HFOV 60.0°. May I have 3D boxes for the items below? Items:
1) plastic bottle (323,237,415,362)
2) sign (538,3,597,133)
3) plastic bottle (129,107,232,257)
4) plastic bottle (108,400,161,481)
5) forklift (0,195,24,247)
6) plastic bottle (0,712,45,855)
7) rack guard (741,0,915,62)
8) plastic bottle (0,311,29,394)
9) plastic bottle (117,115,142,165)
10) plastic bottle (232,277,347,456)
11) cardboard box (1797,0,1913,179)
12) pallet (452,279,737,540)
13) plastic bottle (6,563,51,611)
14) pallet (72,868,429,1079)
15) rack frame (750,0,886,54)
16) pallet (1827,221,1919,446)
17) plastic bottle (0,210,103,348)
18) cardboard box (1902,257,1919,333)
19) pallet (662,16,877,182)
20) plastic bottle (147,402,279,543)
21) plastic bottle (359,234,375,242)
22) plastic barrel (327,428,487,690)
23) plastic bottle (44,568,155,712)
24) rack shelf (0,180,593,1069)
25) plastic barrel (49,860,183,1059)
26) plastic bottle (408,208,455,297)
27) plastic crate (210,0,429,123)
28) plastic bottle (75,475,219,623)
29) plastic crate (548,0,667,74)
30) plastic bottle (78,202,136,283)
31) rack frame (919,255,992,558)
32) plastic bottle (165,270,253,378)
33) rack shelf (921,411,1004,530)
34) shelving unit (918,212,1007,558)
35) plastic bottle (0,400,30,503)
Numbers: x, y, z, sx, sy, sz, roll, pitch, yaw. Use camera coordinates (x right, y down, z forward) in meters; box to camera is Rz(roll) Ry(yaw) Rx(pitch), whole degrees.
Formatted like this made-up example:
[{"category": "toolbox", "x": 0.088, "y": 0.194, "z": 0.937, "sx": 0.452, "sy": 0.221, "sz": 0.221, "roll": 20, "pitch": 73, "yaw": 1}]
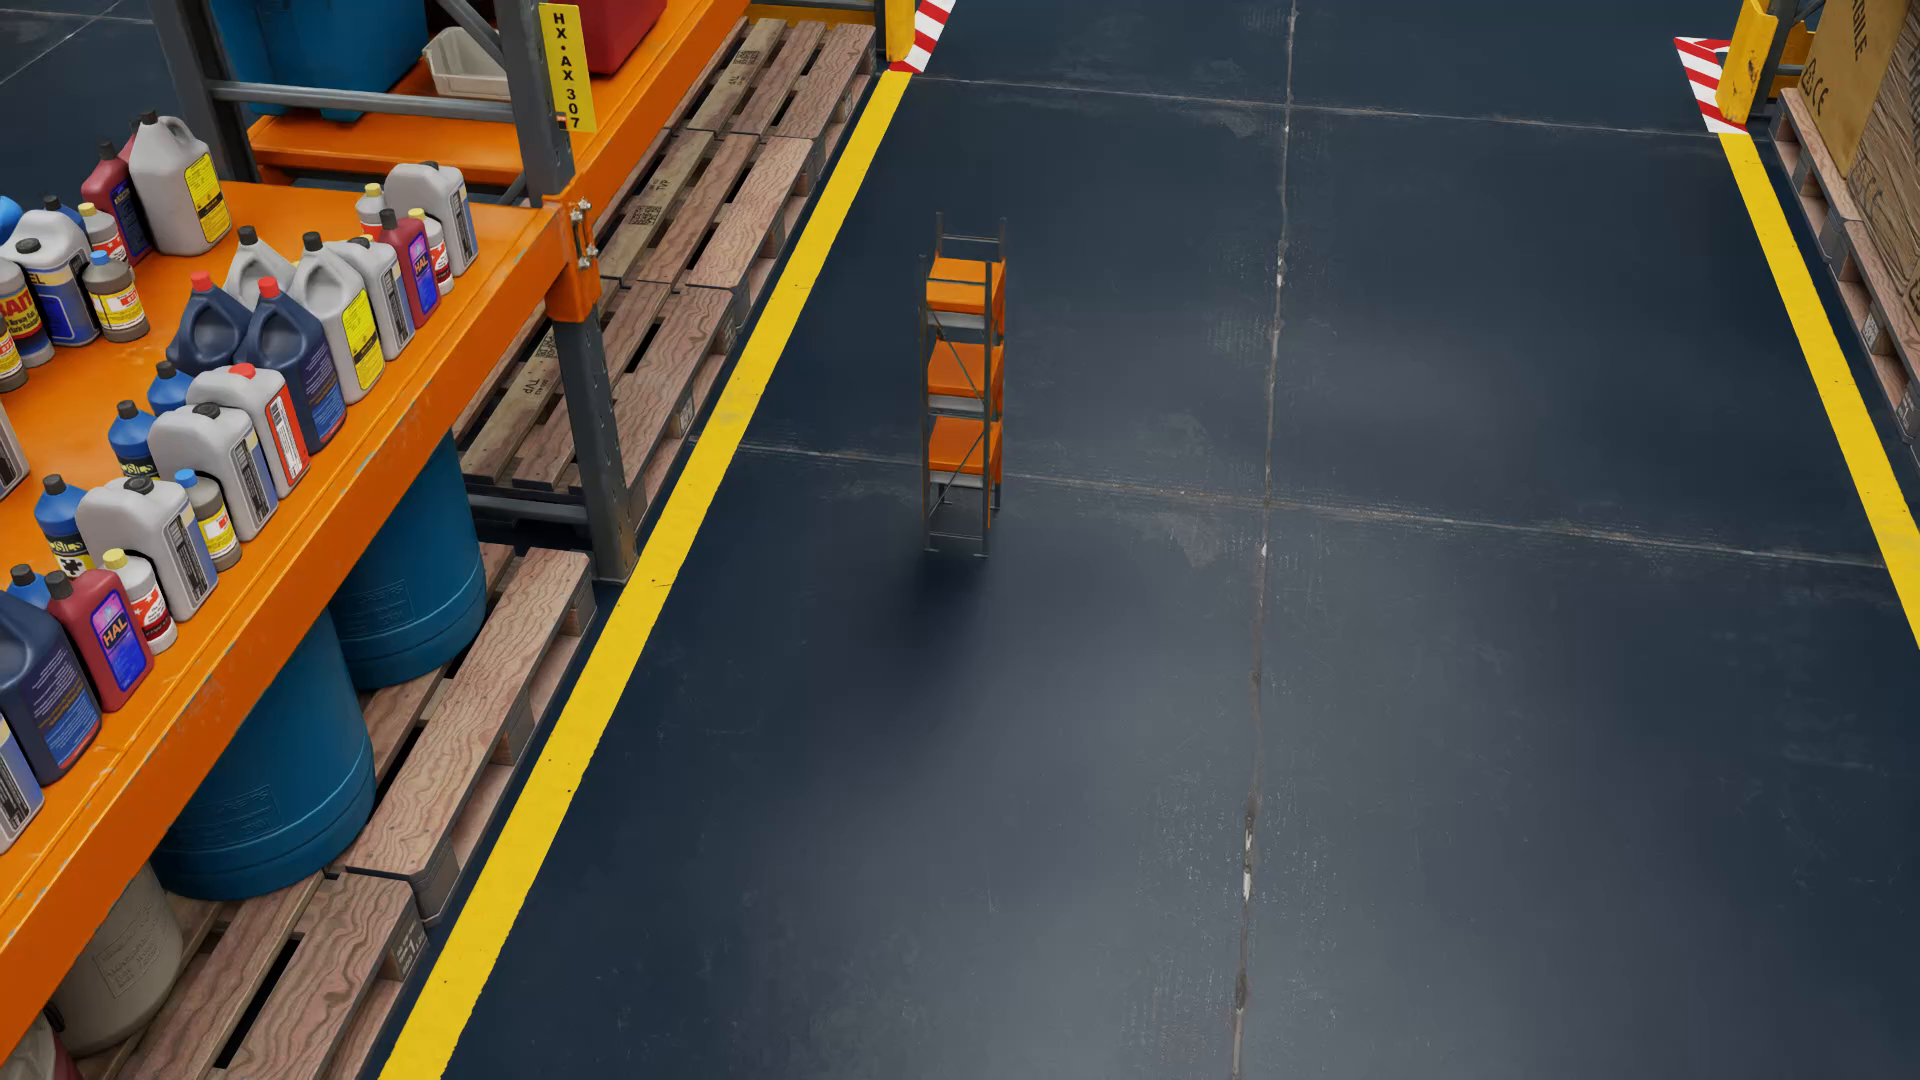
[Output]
[{"category": "plastic bottle", "x": -1.314, "y": -0.548, "z": 3.656, "sx": 0.152, "sy": 0.276, "sz": 0.135, "roll": 6, "pitch": 40, "yaw": 8}, {"category": "sign", "x": -0.960, "y": -1.153, "z": 4.073, "sx": 0.100, "sy": 0.325, "sz": 0.005, "roll": 6, "pitch": 40, "yaw": 8}, {"category": "plastic bottle", "x": -1.888, "y": -0.879, "z": 3.997, "sx": 0.144, "sy": 0.351, "sz": 0.185, "roll": 6, "pitch": 40, "yaw": 8}, {"category": "plastic bottle", "x": -1.551, "y": -0.148, "z": 3.175, "sx": 0.097, "sy": 0.271, "sz": 0.097, "roll": 0, "pitch": 40, "yaw": 0}, {"category": "forklift", "x": -3.750, "y": -0.555, "z": 3.621, "sx": 1.130, "sy": 2.935, "sz": 3.031, "roll": 17, "pitch": 42, "yaw": 19}, {"category": "plastic bottle", "x": -1.560, "y": 0.344, "z": 2.578, "sx": 0.152, "sy": 0.276, "sz": 0.135, "roll": 6, "pitch": 40, "yaw": 8}, {"category": "rack guard", "x": -0.818, "y": -2.672, "z": 8.089, "sx": 1.175, "sy": 0.500, "sz": 0.348, "roll": 6, "pitch": 40, "yaw": 8}, {"category": "plastic bottle", "x": -2.084, "y": -0.423, "z": 3.563, "sx": 0.097, "sy": 0.201, "sz": 0.097, "roll": 0, "pitch": 40, "yaw": 0}, {"category": "plastic bottle", "x": -1.985, "y": -0.880, "z": 4.052, "sx": 0.061, "sy": 0.283, "sz": 0.133, "roll": 6, "pitch": 40, "yaw": 8}, {"category": "plastic bottle", "x": -1.370, "y": -0.360, "z": 3.370, "sx": 0.144, "sy": 0.351, "sz": 0.185, "roll": 6, "pitch": 40, "yaw": 8}, {"category": "cardboard box", "x": 4.037, "y": -2.005, "z": 6.659, "sx": 0.875, "sy": 0.875, "sz": 0.875, "roll": 6, "pitch": 40, "yaw": 8}, {"category": "pallet", "x": -1.412, "y": -0.499, "z": 5.688, "sx": 1.003, "sy": 0.211, "sz": 1.213, "roll": 6, "pitch": 40, "yaw": 8}, {"category": "plastic bottle", "x": -1.541, "y": 0.153, "z": 2.812, "sx": 0.097, "sy": 0.271, "sz": 0.097, "roll": 0, "pitch": 40, "yaw": 0}, {"category": "pallet", "x": -1.884, "y": 1.214, "z": 3.616, "sx": 1.003, "sy": 0.211, "sz": 1.213, "roll": 6, "pitch": 40, "yaw": 8}, {"category": "rack frame", "x": -0.809, "y": -3.619, "z": 7.273, "sx": 1.000, "sy": 3.000, "sz": 0.127, "roll": 6, "pitch": 40, "yaw": 8}, {"category": "pallet", "x": 3.795, "y": -0.724, "z": 5.960, "sx": 1.003, "sy": 0.211, "sz": 1.213, "roll": 6, "pitch": 40, "yaw": 8}, {"category": "plastic bottle", "x": -2.020, "y": -0.582, "z": 3.698, "sx": 0.152, "sy": 0.276, "sz": 0.135, "roll": 6, "pitch": 40, "yaw": 8}, {"category": "cardboard box", "x": 3.726, "y": -0.875, "z": 5.293, "sx": 0.875, "sy": 0.875, "sz": 0.875, "roll": 6, "pitch": 40, "yaw": 8}, {"category": "pallet", "x": -0.990, "y": -2.031, "z": 7.540, "sx": 1.003, "sy": 0.211, "sz": 1.213, "roll": 6, "pitch": 40, "yaw": 8}, {"category": "plastic bottle", "x": -1.425, "y": -0.147, "z": 3.171, "sx": 0.152, "sy": 0.276, "sz": 0.135, "roll": 6, "pitch": 40, "yaw": 8}, {"category": "plastic bottle", "x": -1.327, "y": -0.596, "z": 3.773, "sx": 0.097, "sy": 0.201, "sz": 0.097, "roll": 0, "pitch": 40, "yaw": 0}, {"category": "plastic barrel", "x": -1.612, "y": -0.122, "z": 4.361, "sx": 0.600, "sy": 0.901, "sz": 0.708, "roll": 6, "pitch": 40, "yaw": 8}, {"category": "plastic bottle", "x": -1.460, "y": 0.146, "z": 2.811, "sx": 0.061, "sy": 0.283, "sz": 0.133, "roll": 6, "pitch": 40, "yaw": 8}, {"category": "rack shelf", "x": -1.847, "y": 0.424, "z": 2.947, "sx": 1.077, "sy": 0.370, "sz": 4.000, "roll": 6, "pitch": 40, "yaw": 8}, {"category": "plastic barrel", "x": -1.920, "y": 0.817, "z": 3.530, "sx": 0.421, "sy": 0.512, "sz": 0.421, "roll": 0, "pitch": 40, "yaw": 0}, {"category": "plastic bottle", "x": -1.244, "y": -0.673, "z": 3.866, "sx": 0.097, "sy": 0.201, "sz": 0.097, "roll": 0, "pitch": 40, "yaw": 0}, {"category": "plastic crate", "x": -1.756, "y": -1.456, "z": 4.622, "sx": 0.392, "sy": 0.384, "sz": 0.575, "roll": 6, "pitch": 40, "yaw": 8}, {"category": "plastic bottle", "x": -1.465, "y": -0.002, "z": 2.995, "sx": 0.152, "sy": 0.276, "sz": 0.135, "roll": 6, "pitch": 40, "yaw": 8}, {"category": "plastic crate", "x": -1.100, "y": -1.689, "z": 4.841, "sx": 0.402, "sy": 0.464, "sz": 0.583, "roll": 6, "pitch": 40, "yaw": 8}, {"category": "plastic bottle", "x": -2.010, "y": -0.690, "z": 3.887, "sx": 0.097, "sy": 0.201, "sz": 0.097, "roll": 0, "pitch": 40, "yaw": 0}, {"category": "rack frame", "x": -0.012, "y": -0.362, "z": 4.863, "sx": 0.200, "sy": 1.050, "sz": 0.008, "roll": 6, "pitch": 40, "yaw": 8}, {"category": "plastic bottle", "x": -1.512, "y": -0.376, "z": 3.390, "sx": 0.144, "sy": 0.351, "sz": 0.185, "roll": 6, "pitch": 40, "yaw": 8}, {"category": "rack shelf", "x": 0.009, "y": -0.216, "z": 5.140, "sx": 0.215, "sy": 0.259, "sz": 0.240, "roll": 6, "pitch": 40, "yaw": 8}, {"category": "shelving unit", "x": 0.009, "y": -0.438, "z": 4.956, "sx": 0.215, "sy": 1.050, "sz": 0.252, "roll": 6, "pitch": 40, "yaw": 8}, {"category": "plastic bottle", "x": -1.967, "y": -0.214, "z": 3.252, "sx": 0.152, "sy": 0.276, "sz": 0.135, "roll": 6, "pitch": 40, "yaw": 8}]
